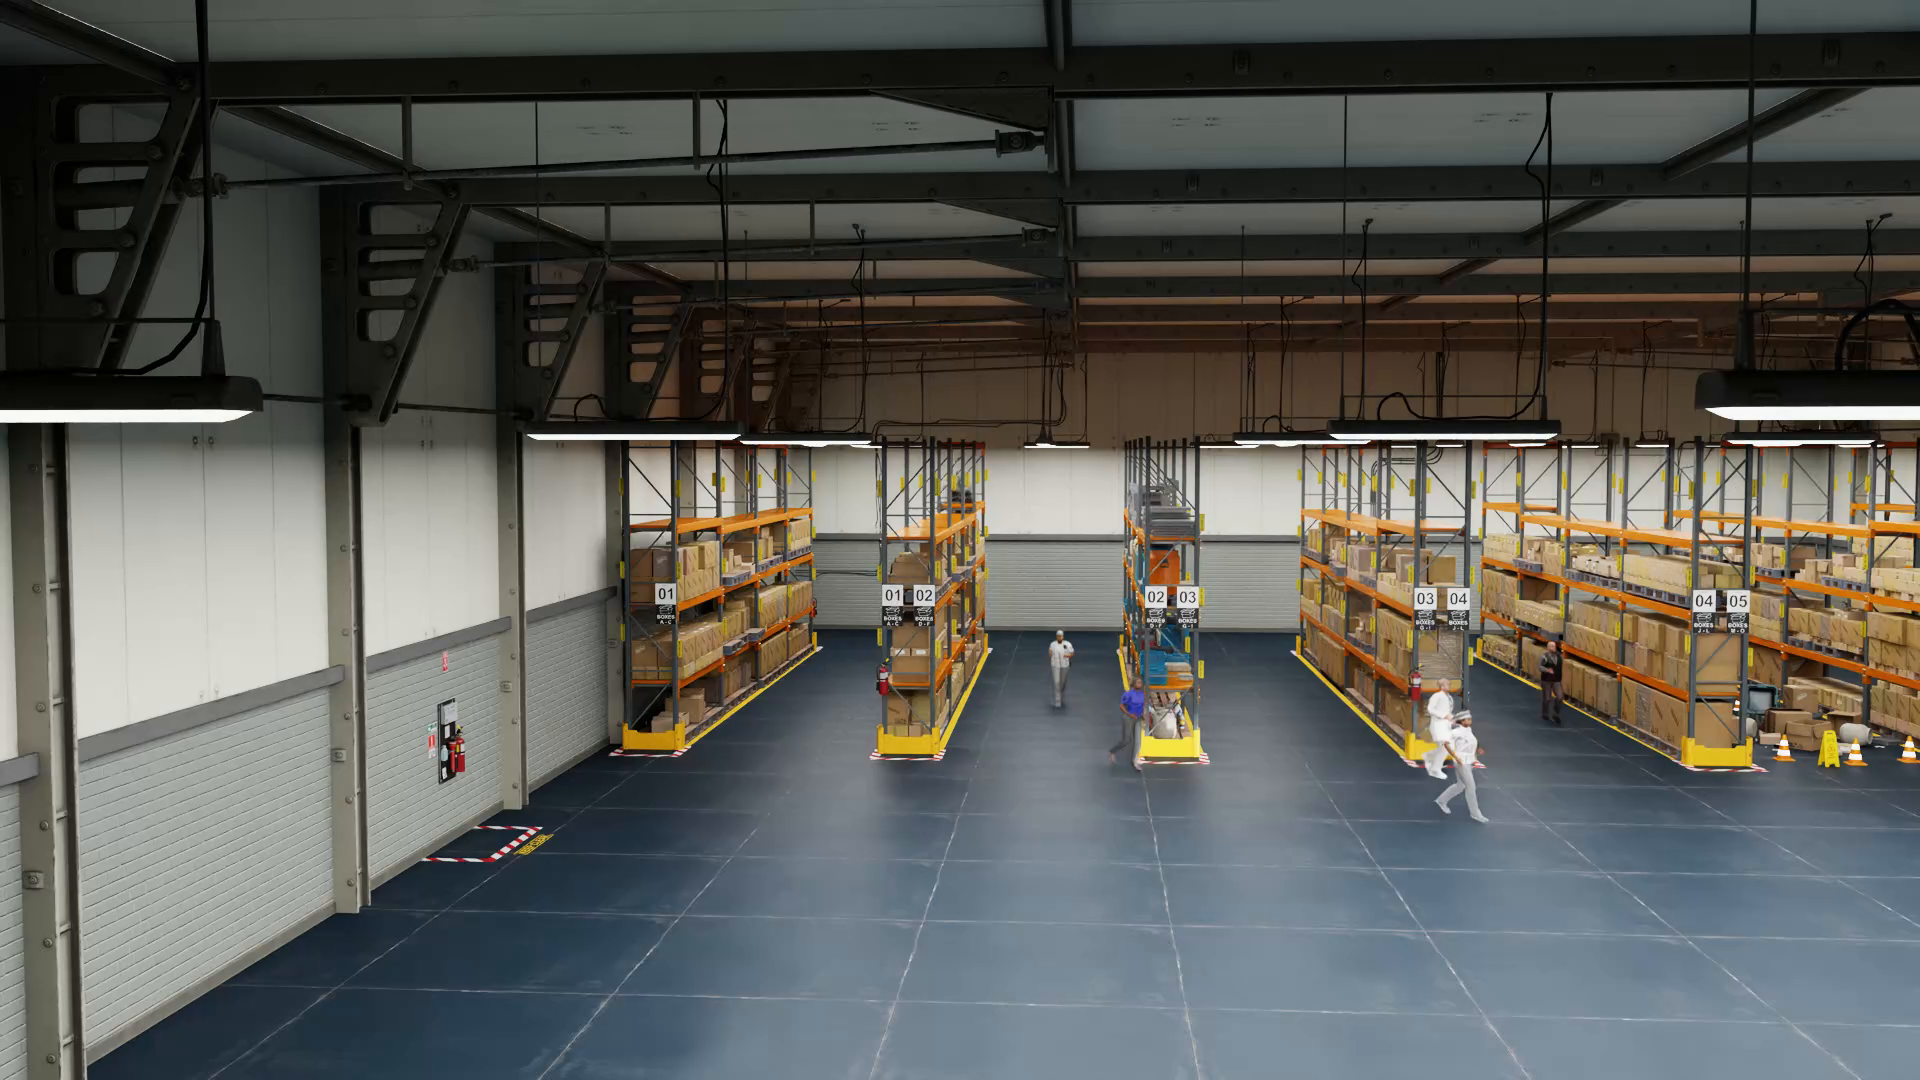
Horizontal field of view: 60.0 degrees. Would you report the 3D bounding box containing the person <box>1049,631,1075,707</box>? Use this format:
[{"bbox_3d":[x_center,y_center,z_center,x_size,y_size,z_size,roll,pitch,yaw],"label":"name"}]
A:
[{"bbox_3d":[2.295,2.888,37.537,0.587,1.702,0.835,0,3,2],"label":"person"}]

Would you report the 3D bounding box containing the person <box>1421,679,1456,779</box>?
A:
[{"bbox_3d":[8.489,3.303,29.310,0.737,1.725,0.690,-3,4,-44],"label":"person"}]

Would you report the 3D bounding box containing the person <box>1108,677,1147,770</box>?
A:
[{"bbox_3d":[3.144,3.301,30.159,0.641,1.620,0.785,-2,4,-33],"label":"person"}]

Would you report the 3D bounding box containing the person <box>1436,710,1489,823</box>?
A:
[{"bbox_3d":[7.810,3.479,25.799,0.863,1.705,0.576,2,4,35],"label":"person"}]

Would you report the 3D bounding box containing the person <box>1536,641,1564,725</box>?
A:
[{"bbox_3d":[12.418,3.012,34.930,0.641,1.759,0.744,0,3,0],"label":"person"}]
